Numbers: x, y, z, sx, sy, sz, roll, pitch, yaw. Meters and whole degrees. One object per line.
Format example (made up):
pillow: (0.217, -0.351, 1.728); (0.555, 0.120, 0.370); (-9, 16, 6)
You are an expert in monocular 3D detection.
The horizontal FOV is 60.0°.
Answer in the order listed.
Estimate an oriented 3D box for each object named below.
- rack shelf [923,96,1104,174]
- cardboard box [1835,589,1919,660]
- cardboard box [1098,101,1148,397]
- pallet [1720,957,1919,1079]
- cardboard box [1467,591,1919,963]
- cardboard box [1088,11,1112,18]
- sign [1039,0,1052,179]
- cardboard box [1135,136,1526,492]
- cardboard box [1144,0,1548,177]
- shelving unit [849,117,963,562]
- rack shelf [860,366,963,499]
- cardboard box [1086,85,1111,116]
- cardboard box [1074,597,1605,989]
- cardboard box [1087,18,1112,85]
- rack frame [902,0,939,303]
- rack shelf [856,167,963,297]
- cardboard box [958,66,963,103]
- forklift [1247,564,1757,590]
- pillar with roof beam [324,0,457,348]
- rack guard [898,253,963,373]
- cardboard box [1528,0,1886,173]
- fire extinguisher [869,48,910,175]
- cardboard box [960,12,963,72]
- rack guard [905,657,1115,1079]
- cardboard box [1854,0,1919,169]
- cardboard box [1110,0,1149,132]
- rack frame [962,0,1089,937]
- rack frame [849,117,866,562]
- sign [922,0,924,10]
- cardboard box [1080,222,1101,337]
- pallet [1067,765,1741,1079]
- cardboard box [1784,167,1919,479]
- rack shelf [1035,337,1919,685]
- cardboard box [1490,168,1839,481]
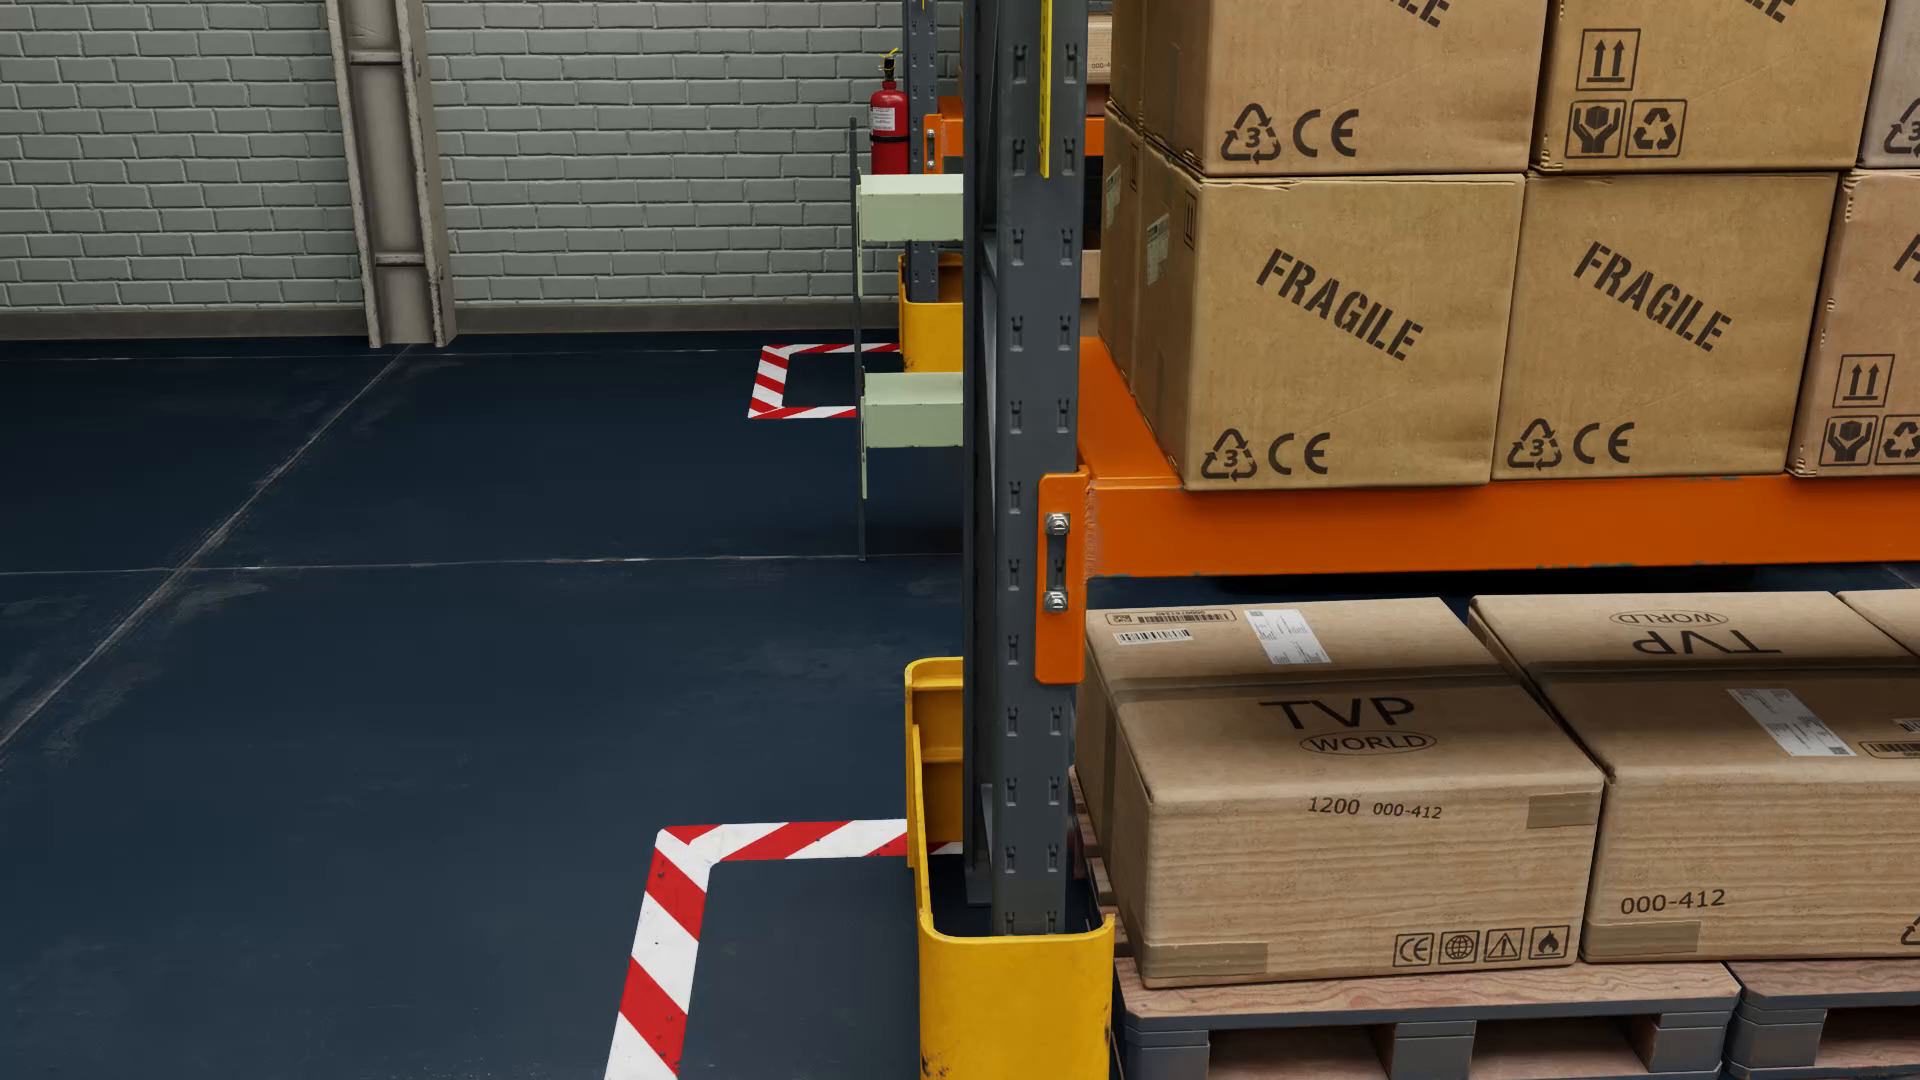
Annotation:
rack shelf: (1.807, -1.915, 7.947); (4.000, 0.370, 1.077); (-1, 21, -3)
cardboard box: (2.564, 0.465, 3.694); (0.875, 0.438, 0.875); (-2, 21, -5)
cardboard box: (0.564, -0.598, 3.336); (0.500, 0.500, 0.500); (-1, 21, -3)
pallet: (2.106, 0.788, 3.755); (1.213, 0.211, 1.003); (-1, 21, -3)
cardboard box: (1.664, 0.483, 3.647); (0.875, 0.438, 0.875); (-1, 21, -2)
cardboard box: (0.769, -2.393, 7.984); (0.500, 0.250, 0.500); (-1, 21, -3)
sign: (0.123, -0.692, 2.394); (0.005, 0.325, 0.100); (-1, 21, -3)
cardboard box: (0.593, -0.402, 2.821); (0.500, 0.500, 0.500); (-1, 21, -3)
cardboard box: (0.593, -0.870, 2.645); (0.500, 0.500, 0.500); (-2, 21, -4)
shelving unit: (0.007, -0.701, 5.854); (0.755, 1.500, 0.431); (-1, 21, -3)
rack shelf: (0.007, -0.396, 5.970); (0.720, 0.370, 0.431); (-1, 21, -3)
cardboard box: (0.666, -2.042, 7.621); (0.250, 0.149, 0.380); (-1, 21, -4)
cardboard box: (0.751, 0.505, 3.590); (0.875, 0.438, 0.875); (-2, 21, -5)
cardboard box: (0.782, -2.203, 7.486); (0.500, 0.250, 0.500); (-1, 21, -2)
rack frame: (-0.190, -2.211, 7.712); (0.127, 3.000, 1.000); (-1, 21, -3)
rack shelf: (0.007, -1.066, 5.716); (0.720, 0.370, 0.431); (-1, 21, -3)
cardboard box: (0.126, -2.195, 8.025); (0.250, 0.149, 0.380); (-1, 21, -4)
forklift: (2.319, -1.388, 5.648); (3.031, 2.935, 1.130); (-1, 21, -2)
pillar with roof beam: (-2.687, -3.751, 3.325); (0.400, 9.000, 9.100); (-1, 21, -3)
rack guard: (-0.114, -1.044, 8.161); (0.348, 0.500, 1.175); (-1, 21, -3)
cardboard box: (1.108, -0.883, 2.679); (0.500, 0.500, 0.500); (-2, 21, -5)
fire extinguisher: (-0.310, -1.833, 7.353); (0.183, 0.674, 0.296); (-1, 21, -3)
cardboard box: (0.254, -2.383, 7.958); (0.500, 0.250, 0.500); (-1, 21, -1)
rack guard: (0.073, 0.721, 3.524); (0.348, 0.500, 1.175); (-1, 21, -3)
cardboard box: (1.622, -0.896, 2.714); (0.500, 0.500, 0.500); (-1, 21, -3)
cardboard box: (0.565, -1.056, 3.133); (0.500, 0.500, 0.500); (0, 21, -1)
rack frame: (0.097, -0.448, 3.081); (0.127, 3.000, 1.000); (-1, 21, -3)
rack frame: (-0.359, -0.694, 5.835); (0.023, 1.500, 0.400); (-1, 21, -3)
sign: (-0.159, -2.423, 7.052); (0.005, 0.325, 0.100); (-1, 21, -3)
cardboard box: (0.426, -1.219, 8.025); (0.637, 0.503, 0.797); (-2, 21, -5)
pallet: (0.891, 0.812, 3.693); (1.213, 0.211, 1.003); (-1, 21, -3)
cardboard box: (1.605, -0.426, 2.884); (0.500, 0.500, 0.500); (-1, 21, -3)
rack shelf: (2.094, -0.152, 3.315); (4.000, 0.370, 1.077); (-1, 21, -3)
cardboard box: (1.096, -0.422, 2.874); (0.500, 0.500, 0.500); (-1, 21, -4)
